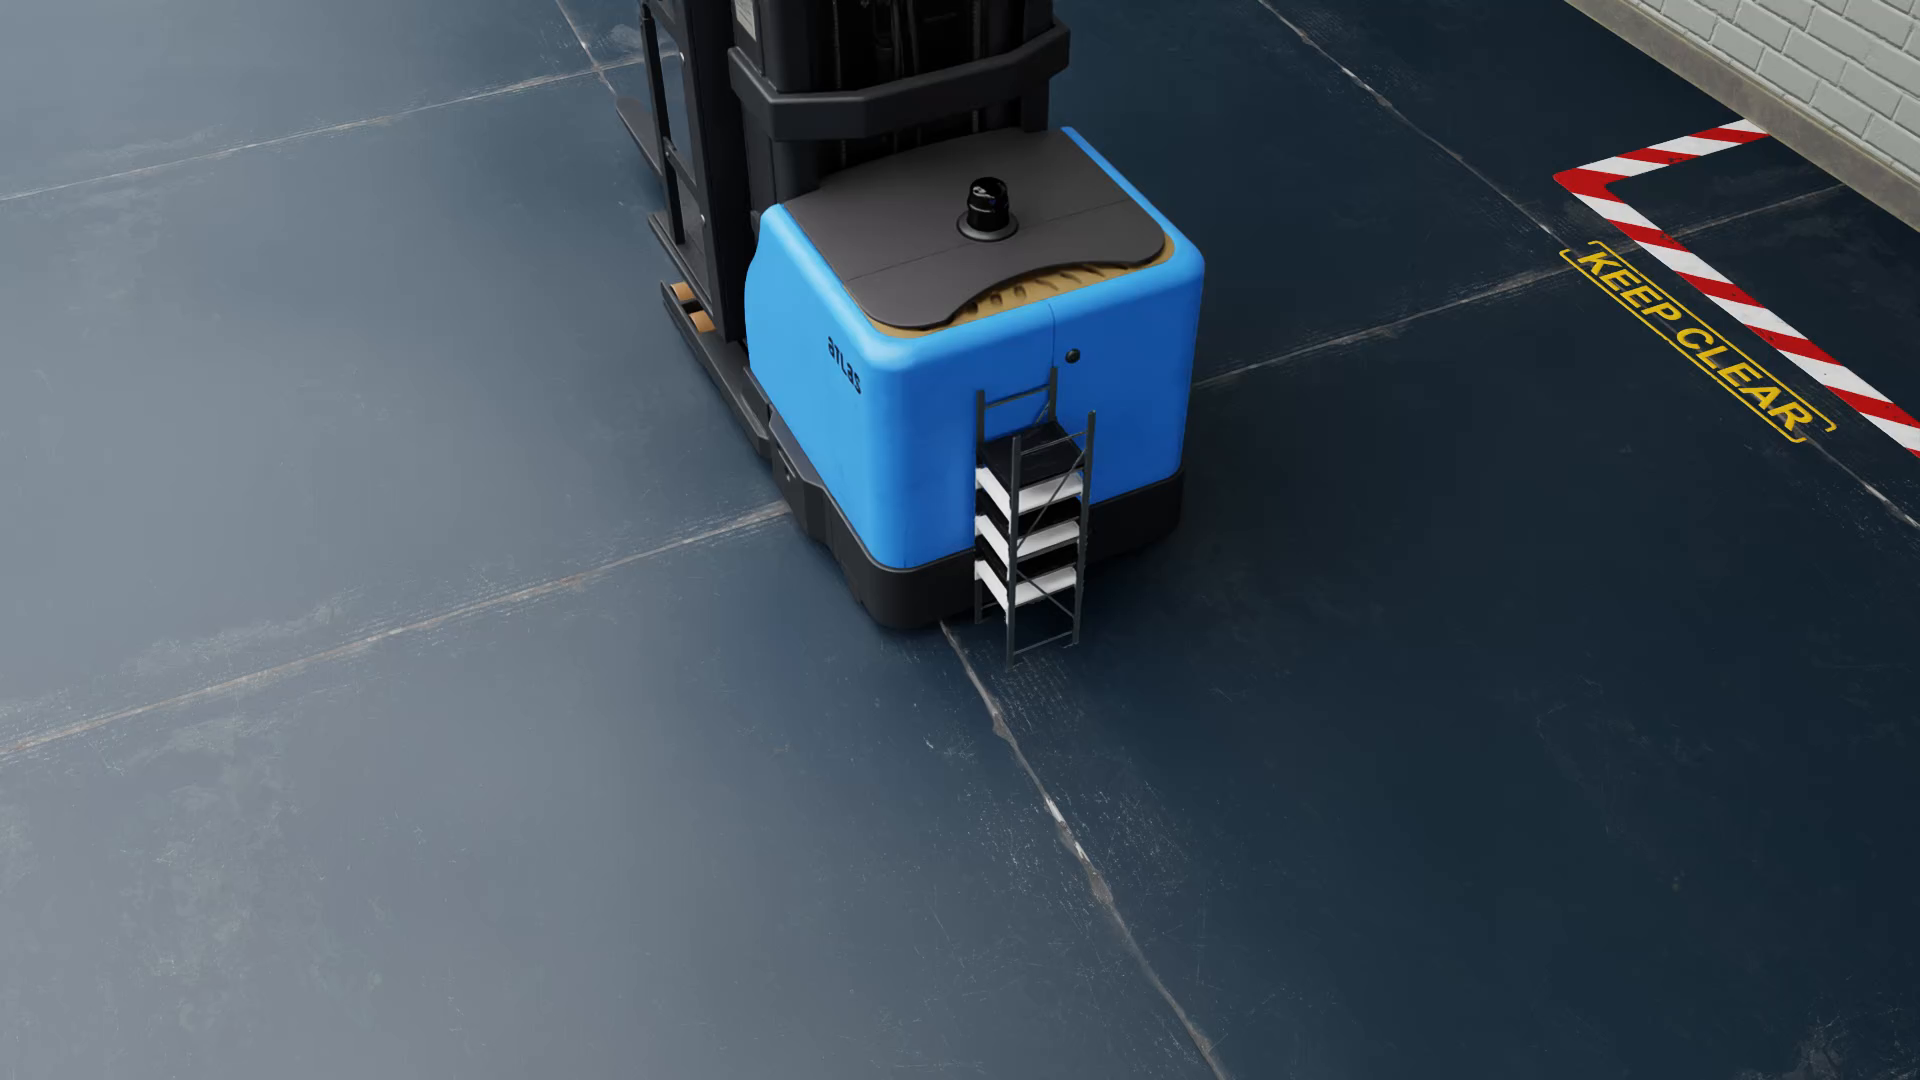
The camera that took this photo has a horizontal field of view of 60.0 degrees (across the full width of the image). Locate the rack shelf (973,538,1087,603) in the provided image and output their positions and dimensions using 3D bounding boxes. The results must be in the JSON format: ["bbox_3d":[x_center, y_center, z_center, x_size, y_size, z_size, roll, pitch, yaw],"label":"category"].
[{"bbox_3d":[0.198,0.047,4.737,0.258,0.077,0.200,-19,48,-19],"label":"rack shelf"}]

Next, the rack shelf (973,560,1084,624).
[{"bbox_3d":[-1.205,-6.665,11.808,6.446,0.275,18.899,-19,48,-19],"label":"rack shelf"}]

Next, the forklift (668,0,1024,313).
[{"bbox_3d":[-0.418,-1.822,5.010,1.121,2.935,3.031,-19,48,-19],"label":"forklift"}]

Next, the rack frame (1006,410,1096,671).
[{"bbox_3d":[0.244,0.023,4.586,0.240,0.900,0.006,-19,48,-19],"label":"rack frame"}]

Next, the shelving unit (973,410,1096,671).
[{"bbox_3d":[-1.204,-6.885,11.588,6.446,0.900,18.904,-19,48,-19],"label":"shelving unit"}]

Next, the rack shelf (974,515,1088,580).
[{"bbox_3d":[0.198,-0.017,4.674,0.258,0.077,0.200,-19,48,-19],"label":"rack shelf"}]

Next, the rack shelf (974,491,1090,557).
[{"bbox_3d":[0.198,-0.081,4.611,0.258,0.077,0.200,-19,48,-19],"label":"rack shelf"}]

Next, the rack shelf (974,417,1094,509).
[{"bbox_3d":[0.198,-0.209,4.484,0.258,0.077,0.200,-19,48,-19],"label":"rack shelf"}]
